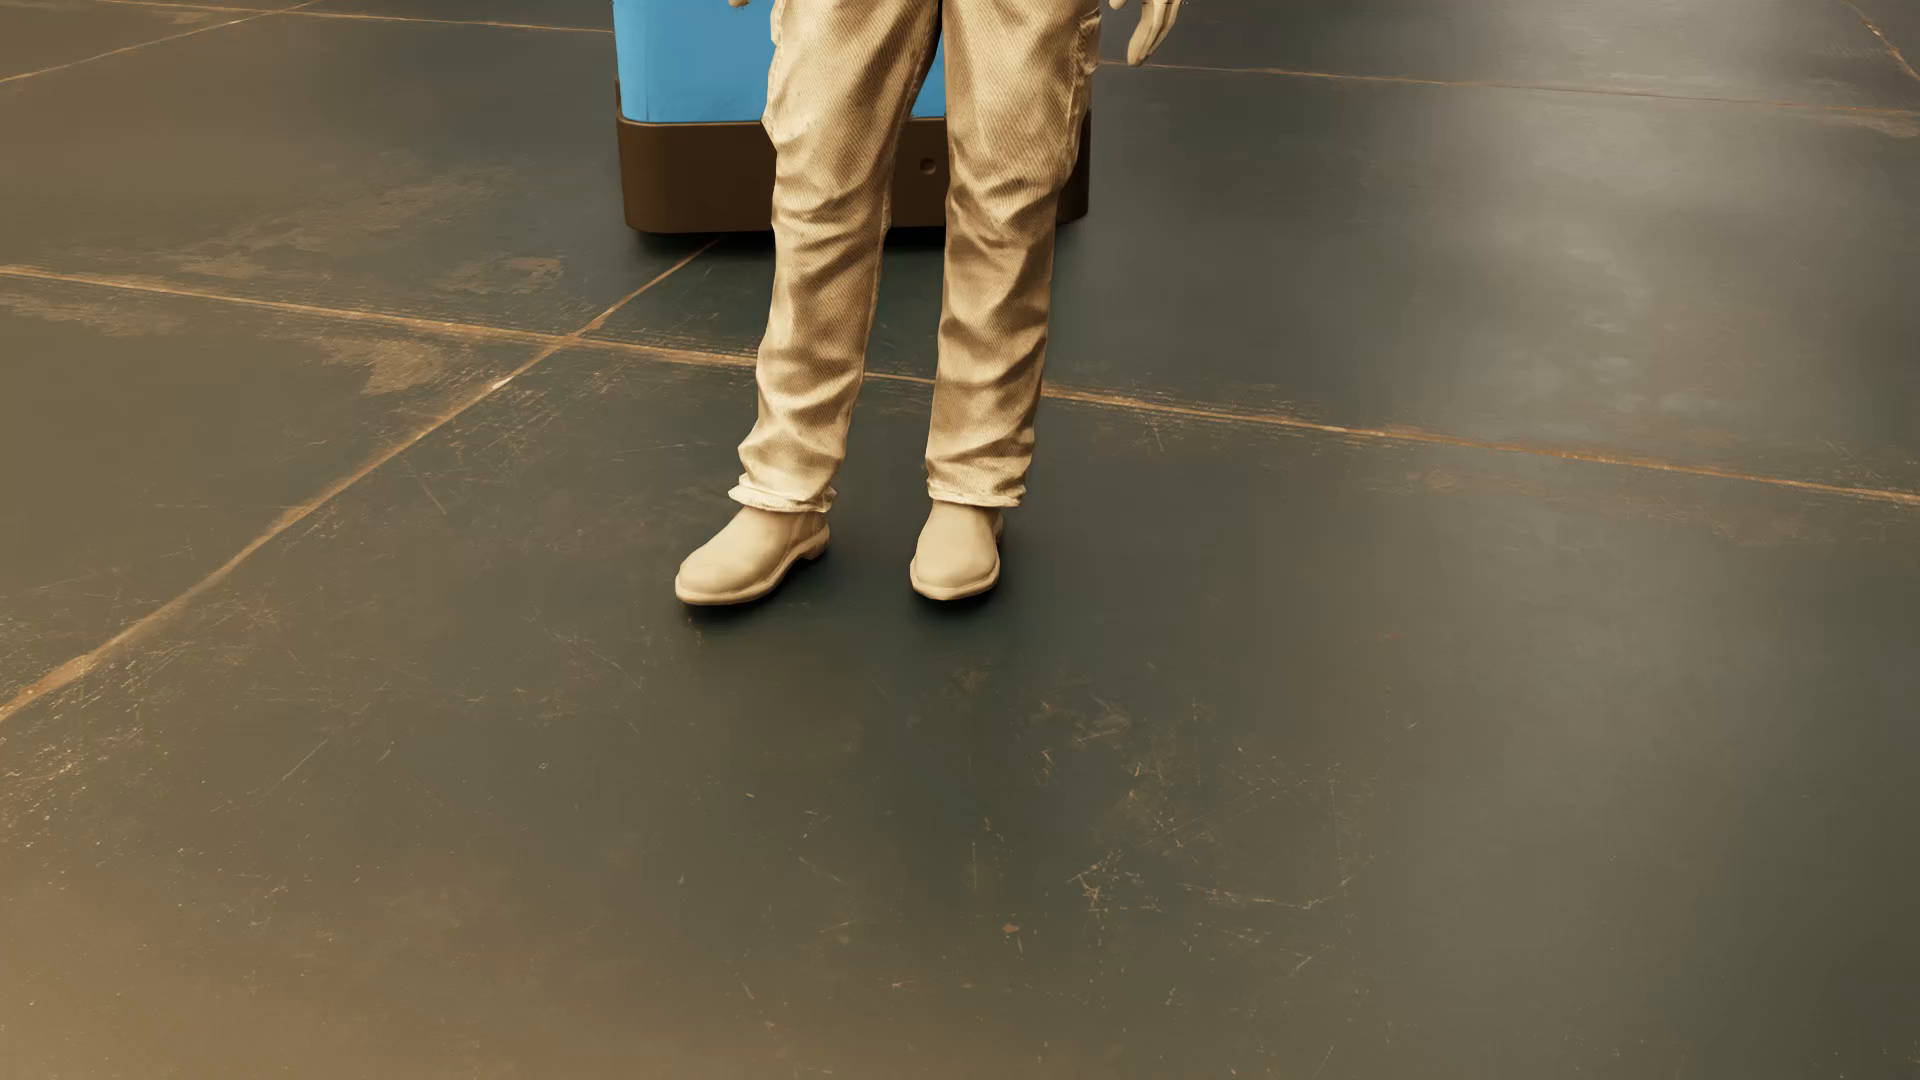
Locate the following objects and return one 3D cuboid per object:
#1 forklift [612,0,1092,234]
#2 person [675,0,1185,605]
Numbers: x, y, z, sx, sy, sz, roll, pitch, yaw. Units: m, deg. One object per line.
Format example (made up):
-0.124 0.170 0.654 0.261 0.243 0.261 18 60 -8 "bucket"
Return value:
-0.360 -2.618 4.407 1.130 2.935 3.031 -2 27 -5 "forklift"
-0.029 -0.770 2.032 0.656 1.784 0.575 8 28 16 "person"
